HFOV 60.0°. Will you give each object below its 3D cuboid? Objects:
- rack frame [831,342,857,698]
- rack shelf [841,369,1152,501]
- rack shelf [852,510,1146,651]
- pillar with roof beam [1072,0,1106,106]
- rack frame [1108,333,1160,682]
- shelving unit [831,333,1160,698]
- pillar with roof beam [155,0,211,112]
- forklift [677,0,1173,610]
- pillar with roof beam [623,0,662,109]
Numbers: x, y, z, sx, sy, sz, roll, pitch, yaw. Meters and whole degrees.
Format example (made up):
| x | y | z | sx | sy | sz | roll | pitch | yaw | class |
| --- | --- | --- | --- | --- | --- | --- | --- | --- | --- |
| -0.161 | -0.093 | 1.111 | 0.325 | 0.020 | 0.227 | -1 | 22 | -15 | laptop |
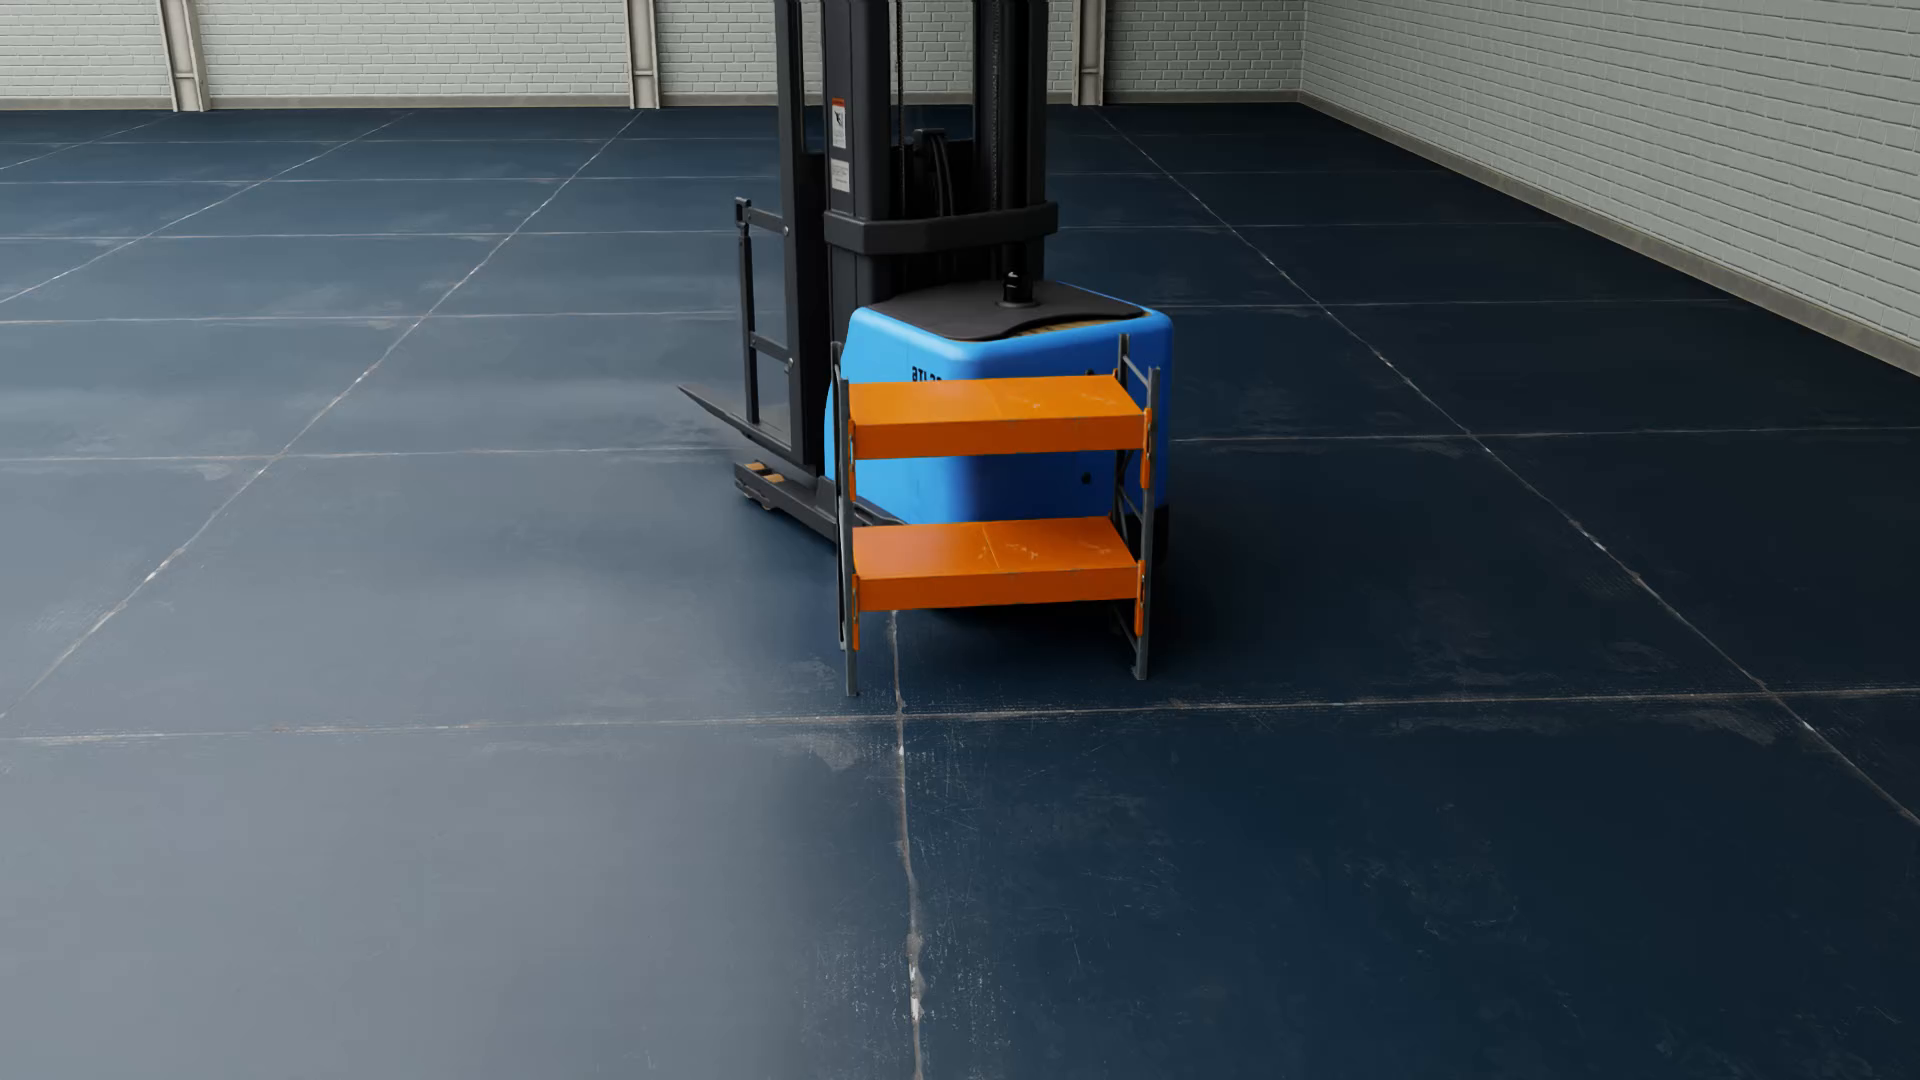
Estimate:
| x | y | z | sx | sy | sz | roll | pitch | yaw | class |
| --- | --- | --- | --- | --- | --- | --- | --- | --- | --- |
| -0.401 | -0.073 | 5.731 | 0.032 | 1.125 | 0.500 | -3 | 21 | -7 | rack frame |
| 0.104 | -0.369 | 5.687 | 1.000 | 0.278 | 0.538 | -3 | 21 | -7 | rack shelf |
| 0.104 | 0.133 | 5.878 | 1.000 | 0.278 | 0.538 | -3 | 21 | -7 | rack shelf |
| 1.992 | -8.655 | 17.207 | 0.400 | 9.000 | 9.100 | -1 | 21 | -3 | pillar with roof beam |
| 0.608 | -0.118 | 5.851 | 0.032 | 1.125 | 0.500 | -3 | 21 | -7 | rack frame |
| 0.104 | -0.095 | 5.791 | 1.048 | 1.125 | 0.538 | -3 | 21 | -7 | shelving unit |
| -9.989 | -8.411 | 16.566 | 0.400 | 9.000 | 9.100 | -1 | 21 | -3 | pillar with roof beam |
| -0.375 | -1.580 | 7.152 | 1.130 | 2.935 | 3.031 | -13 | 24 | -30 | forklift |
| -3.999 | -8.533 | 16.886 | 0.400 | 9.000 | 9.100 | -1 | 21 | -3 | pillar with roof beam |
